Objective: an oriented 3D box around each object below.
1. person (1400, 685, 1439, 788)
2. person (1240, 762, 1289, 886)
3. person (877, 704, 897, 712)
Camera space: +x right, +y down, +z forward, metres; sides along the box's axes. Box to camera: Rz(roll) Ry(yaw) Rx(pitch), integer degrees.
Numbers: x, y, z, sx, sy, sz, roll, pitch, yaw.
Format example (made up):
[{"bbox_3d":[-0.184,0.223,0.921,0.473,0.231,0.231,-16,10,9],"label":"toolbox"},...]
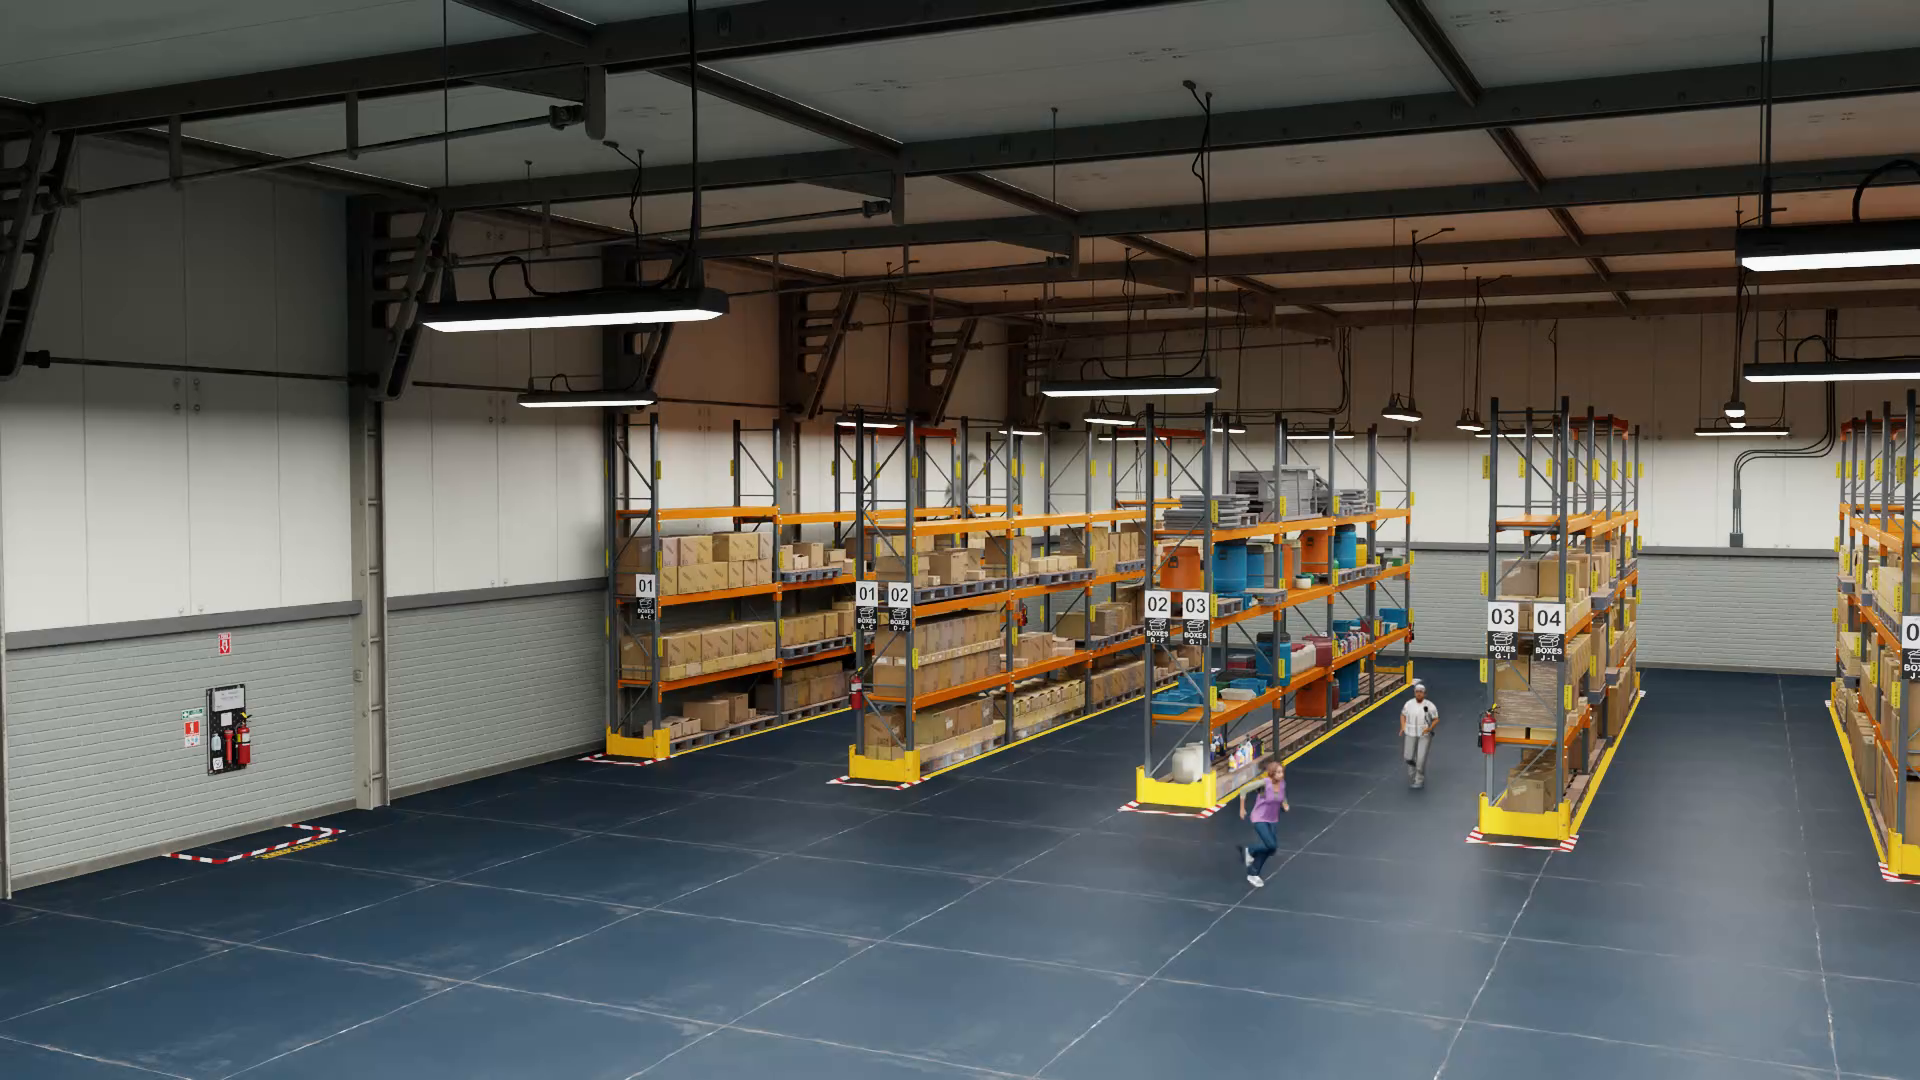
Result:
[{"bbox_3d":[7.258,3.096,26.306,0.620,1.621,0.554,1,3,27],"label":"person"},{"bbox_3d":[3.693,3.408,19.972,0.525,1.528,0.651,-2,3,-34],"label":"person"},{"bbox_3d":[-1.301,2.933,31.275,0.669,1.568,0.739,1,3,26],"label":"person"}]
